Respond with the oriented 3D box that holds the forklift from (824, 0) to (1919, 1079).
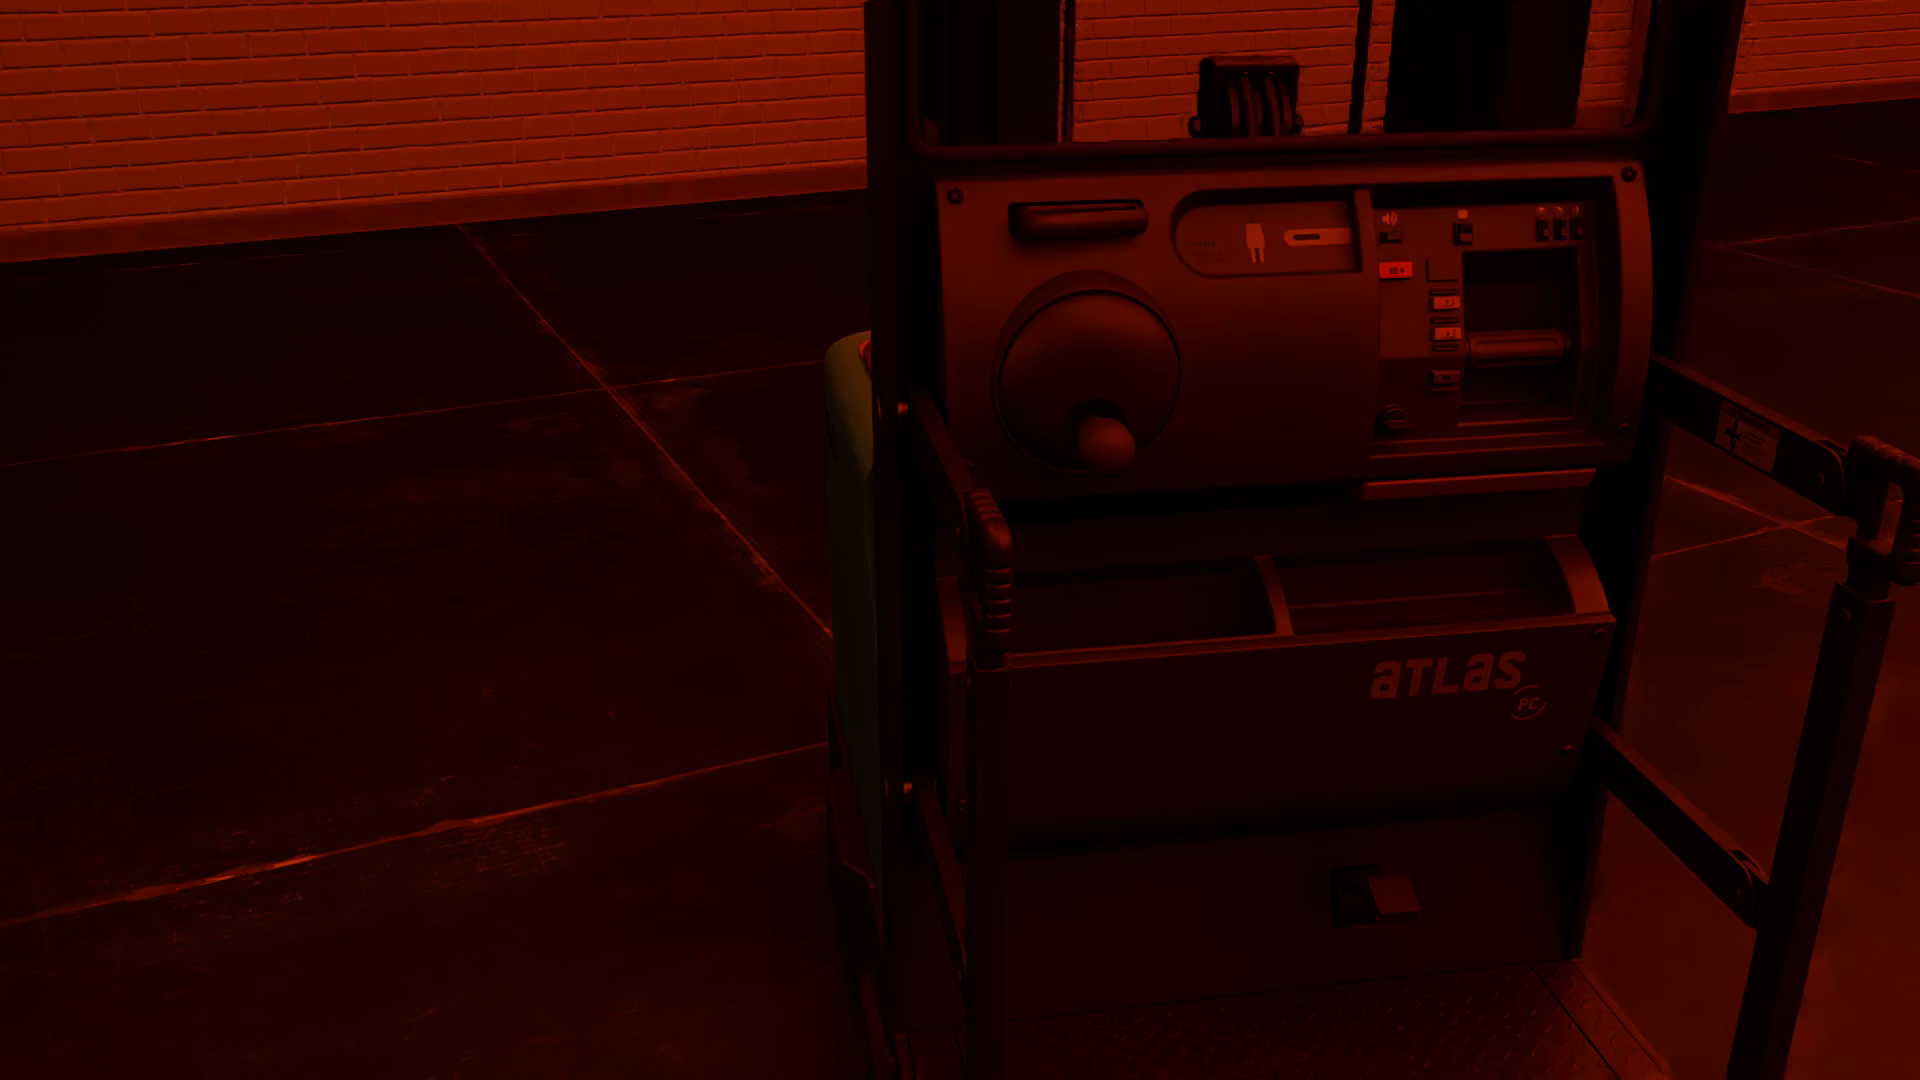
[{"bbox_3d":[0.470,-0.257,1.905,1.130,2.935,3.031,-4,23,-9],"label":"forklift"}]
